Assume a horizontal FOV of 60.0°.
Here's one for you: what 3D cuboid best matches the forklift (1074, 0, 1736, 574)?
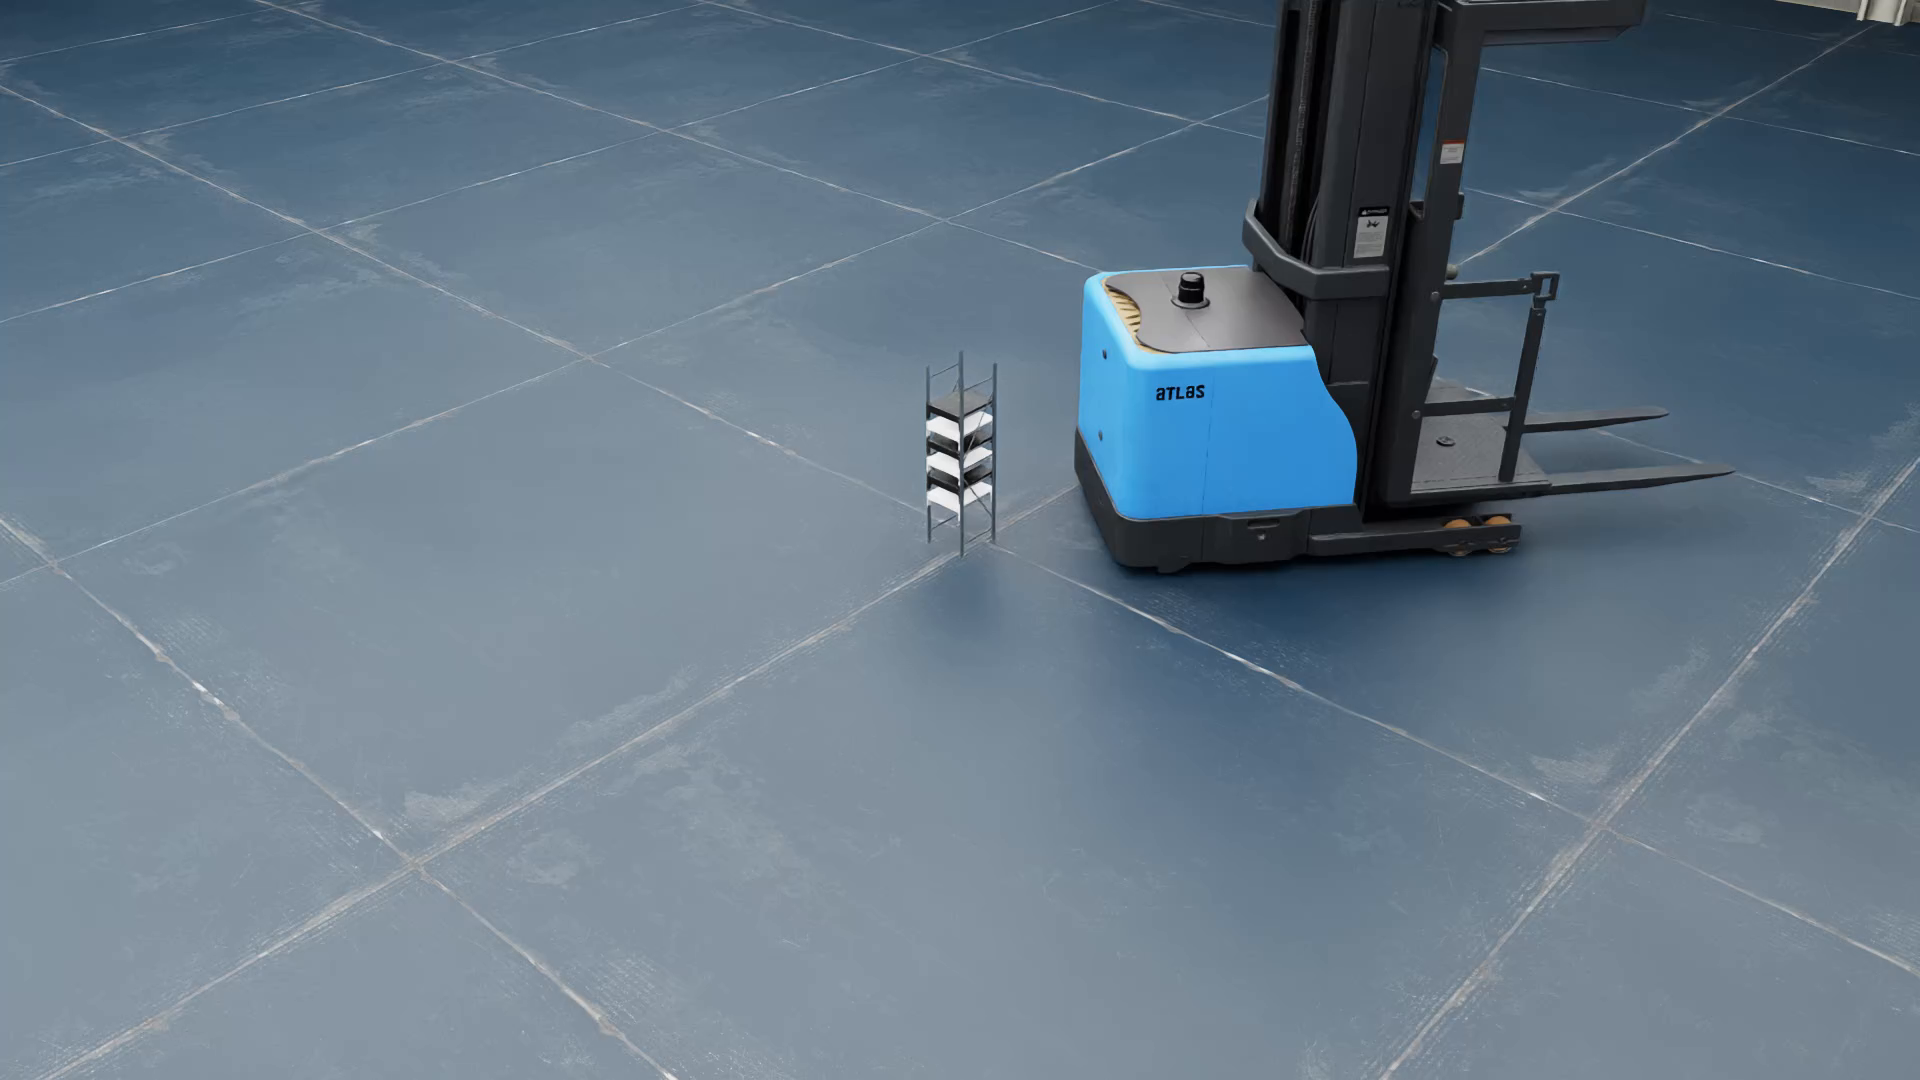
[{"bbox_3d":[2.124,-1.447,7.311,3.031,2.935,1.130,-4,31,-7],"label":"forklift"}]

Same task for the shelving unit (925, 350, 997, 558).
[{"bbox_3d":[0.006,-0.383,7.513,0.210,0.900,0.258,25,39,35],"label":"shelving unit"}]

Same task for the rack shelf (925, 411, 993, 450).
[{"bbox_3d":[0.006,-0.508,7.438,0.200,0.077,0.258,25,39,35],"label":"rack shelf"}]

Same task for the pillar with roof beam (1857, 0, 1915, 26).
[{"bbox_3d":[6.062,-7.252,11.071,0.400,9.000,9.100,25,39,35],"label":"pillar with roof beam"}]

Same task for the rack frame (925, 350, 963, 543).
[{"bbox_3d":[-0.069,-0.418,7.572,0.006,0.900,0.240,25,39,35],"label":"rack frame"}]

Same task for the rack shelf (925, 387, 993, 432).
[{"bbox_3d":[0.006,-0.585,7.391,0.200,0.077,0.258,25,39,35],"label":"rack shelf"}]

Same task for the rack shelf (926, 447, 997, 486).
[{"bbox_3d":[0.006,-0.354,7.530,0.200,0.077,0.258,25,39,35],"label":"rack shelf"}]

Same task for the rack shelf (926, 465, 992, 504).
[{"bbox_3d":[0.006,-0.277,7.577,0.200,0.077,0.258,25,39,35],"label":"rack shelf"}]

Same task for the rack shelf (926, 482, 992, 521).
[{"bbox_3d":[0.006,-0.200,7.623,0.200,0.077,0.258,25,39,35],"label":"rack shelf"}]

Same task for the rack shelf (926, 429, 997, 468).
[{"bbox_3d":[0.006,-0.431,7.484,0.200,0.077,0.258,25,39,35],"label":"rack shelf"}]

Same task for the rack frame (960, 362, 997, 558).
[{"bbox_3d":[0.081,-0.348,7.455,0.006,0.900,0.240,25,39,35],"label":"rack frame"}]
